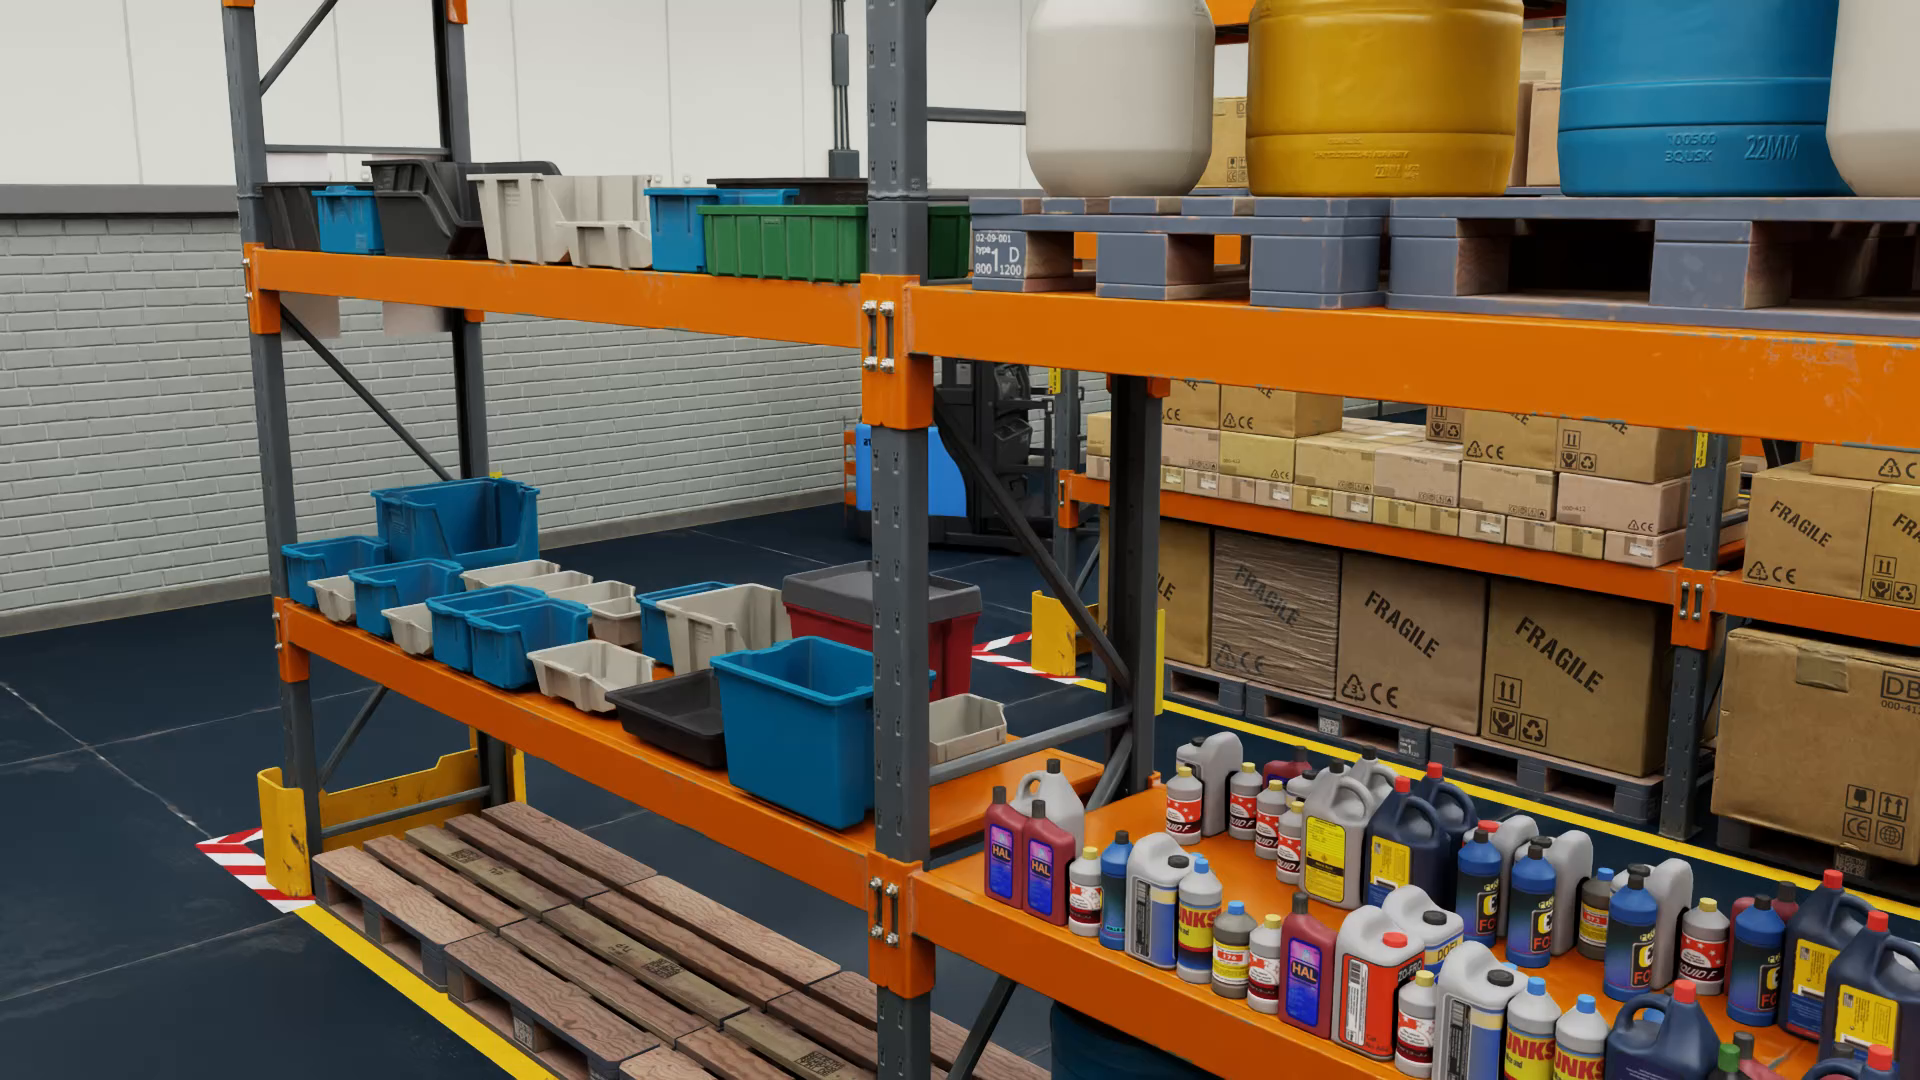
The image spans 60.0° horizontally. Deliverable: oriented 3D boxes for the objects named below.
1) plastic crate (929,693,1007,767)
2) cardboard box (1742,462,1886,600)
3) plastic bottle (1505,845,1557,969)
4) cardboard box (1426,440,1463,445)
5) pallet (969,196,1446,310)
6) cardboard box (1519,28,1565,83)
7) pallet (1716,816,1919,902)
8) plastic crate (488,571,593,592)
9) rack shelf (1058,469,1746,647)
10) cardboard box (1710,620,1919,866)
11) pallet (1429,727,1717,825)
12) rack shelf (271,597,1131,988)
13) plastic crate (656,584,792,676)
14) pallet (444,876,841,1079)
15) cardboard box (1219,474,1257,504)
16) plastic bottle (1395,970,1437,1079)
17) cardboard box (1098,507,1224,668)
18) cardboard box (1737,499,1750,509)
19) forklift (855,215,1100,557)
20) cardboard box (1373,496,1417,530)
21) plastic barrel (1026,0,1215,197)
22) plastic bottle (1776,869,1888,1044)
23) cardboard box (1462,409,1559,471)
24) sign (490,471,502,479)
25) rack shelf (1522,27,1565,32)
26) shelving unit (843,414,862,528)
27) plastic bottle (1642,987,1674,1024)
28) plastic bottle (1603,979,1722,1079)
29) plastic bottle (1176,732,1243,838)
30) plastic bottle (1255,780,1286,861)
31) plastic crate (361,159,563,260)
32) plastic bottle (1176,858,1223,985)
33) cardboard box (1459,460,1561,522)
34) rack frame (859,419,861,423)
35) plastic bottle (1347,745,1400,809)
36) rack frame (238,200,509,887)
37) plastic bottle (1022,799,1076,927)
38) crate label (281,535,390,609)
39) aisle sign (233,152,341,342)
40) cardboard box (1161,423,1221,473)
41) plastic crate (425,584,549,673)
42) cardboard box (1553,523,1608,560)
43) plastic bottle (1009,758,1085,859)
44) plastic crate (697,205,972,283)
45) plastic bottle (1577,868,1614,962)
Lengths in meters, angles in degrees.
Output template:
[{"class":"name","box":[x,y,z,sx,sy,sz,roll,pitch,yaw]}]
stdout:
[{"class":"plastic crate","box":[-0.040,0.597,5.085,0.396,0.136,0.243,-11,16,-43]},{"class":"cardboard box","box":[3.897,-0.052,7.483,0.500,0.500,0.500,-11,16,-42]},{"class":"plastic bottle","box":[1.300,0.827,3.782,0.097,0.271,0.097,0,12,0]},{"class":"cardboard box","box":[2.923,-0.431,9.202,0.500,0.250,0.500,-10,16,-41]},{"class":"pallet","box":[0.790,-0.691,3.866,1.213,0.211,1.003,-11,16,-43]},{"class":"cardboard box","box":[3.115,-2.383,8.218,0.500,0.250,0.500,10,16,41]},{"class":"pallet","box":[4.347,1.363,7.774,1.003,0.211,1.213,-11,16,-43]},{"class":"plastic crate","box":[-1.701,0.239,6.822,0.396,0.136,0.243,-11,16,-43]},{"class":"rack shelf","box":[2.379,-0.045,9.478,1.077,0.370,4.000,-11,16,-43]},{"class":"cardboard box","box":[4.216,0.820,7.721,1.225,0.875,0.875,-11,16,-42]},{"class":"pallet","box":[3.291,1.139,8.861,1.003,0.211,1.213,-11,16,-43]},{"class":"rack shelf","box":[-1.203,0.645,6.128,1.077,0.370,4.000,-11,16,-43]},{"class":"plastic crate","box":[-0.744,0.365,5.851,0.437,0.282,0.530,-11,16,-43]},{"class":"pallet","box":[-1.205,1.671,6.279,1.003,0.211,1.213,-11,16,-43]},{"class":"cardboard box","box":[1.715,-0.318,9.646,0.380,0.149,0.250,-11,16,-44]},{"class":"plastic bottle","box":[0.922,0.959,3.316,0.097,0.201,0.097,0,12,0]},{"class":"cardboard box","box":[1.497,0.228,10.595,0.875,0.875,0.875,-11,16,-43]},{"class":"cardboard box","box":[6.067,-0.227,13.132,0.250,0.149,0.380,11,16,43]},{"class":"forklift","box":[0.642,-1.399,14.438,3.031,2.935,1.130,4,12,18]},{"class":"cardboard box","box":[2.425,-0.168,8.918,0.380,0.149,0.250,-11,16,-43]},{"class":"plastic barrel","box":[0.360,-1.045,3.737,0.433,0.535,0.433,0,12,0]},{"class":"plastic bottle","box":[1.810,0.858,3.433,0.144,0.351,0.185,-11,16,-43]},{"class":"cardboard box","box":[2.906,-0.648,8.400,0.500,0.500,0.500,-11,16,-42]},{"class":"sign","box":[-2.198,-0.158,7.839,0.100,0.325,0.005,-11,16,-43]},{"class":"rack shelf","box":[6.036,-3.658,12.156,1.077,0.370,4.000,-11,16,-43]},{"class":"shelving unit","box":[-0.911,-0.615,15.293,0.215,1.050,0.252,-9,15,-38]},{"class":"plastic bottle","box":[1.320,0.967,3.104,0.097,0.271,0.097,0,12,0]},{"class":"plastic bottle","box":[1.263,0.951,2.984,0.144,0.351,0.185,-11,16,-43]},{"class":"plastic bottle","box":[0.684,0.658,4.590,0.152,0.276,0.135,-11,16,-43]},{"class":"plastic bottle","box":[0.832,0.736,4.399,0.097,0.201,0.097,0,12,0]},{"class":"plastic crate","box":[-1.728,-1.176,5.907,0.504,0.338,0.767,-11,16,-43]},{"class":"plastic bottle","box":[0.535,0.843,3.706,0.097,0.271,0.097,0,12,0]},{"class":"cardboard box","box":[2.906,-0.280,8.474,0.500,0.250,0.500,-10,15,-41]},{"class":"rack frame","box":[-0.835,-0.596,15.200,0.200,1.050,0.008,-9,15,-38]},{"class":"plastic bottle","box":[1.049,0.698,4.214,0.144,0.351,0.185,-11,16,-43]},{"class":"rack frame","box":[-2.585,0.001,7.472,1.000,3.000,0.127,-11,16,-43]},{"class":"plastic bottle","box":[0.214,0.775,4.007,0.061,0.283,0.133,-11,16,-43]},{"class":"crate label","box":[-2.652,0.136,7.085,0.416,0.233,0.303,-11,16,-43]},{"class":"aisle sign","box":[-2.849,-1.241,7.060,0.394,0.787,0.004,-11,16,-43]},{"class":"cardboard box","box":[1.498,-0.579,9.921,0.500,0.250,0.500,-11,16,-43]},{"class":"plastic crate","box":[-1.743,0.328,6.152,0.416,0.233,0.300,-11,16,-43]},{"class":"cardboard box","box":[3.134,-0.019,8.191,0.380,0.149,0.250,-10,16,-41]},{"class":"plastic bottle","box":[0.214,0.712,4.146,0.144,0.351,0.185,-11,16,-43]},{"class":"plastic crate","box":[-0.333,-0.800,4.453,0.450,0.188,0.662,-11,16,-43]},{"class":"plastic bottle","box":[1.477,0.854,3.823,0.097,0.201,0.097,0,12,0]}]
